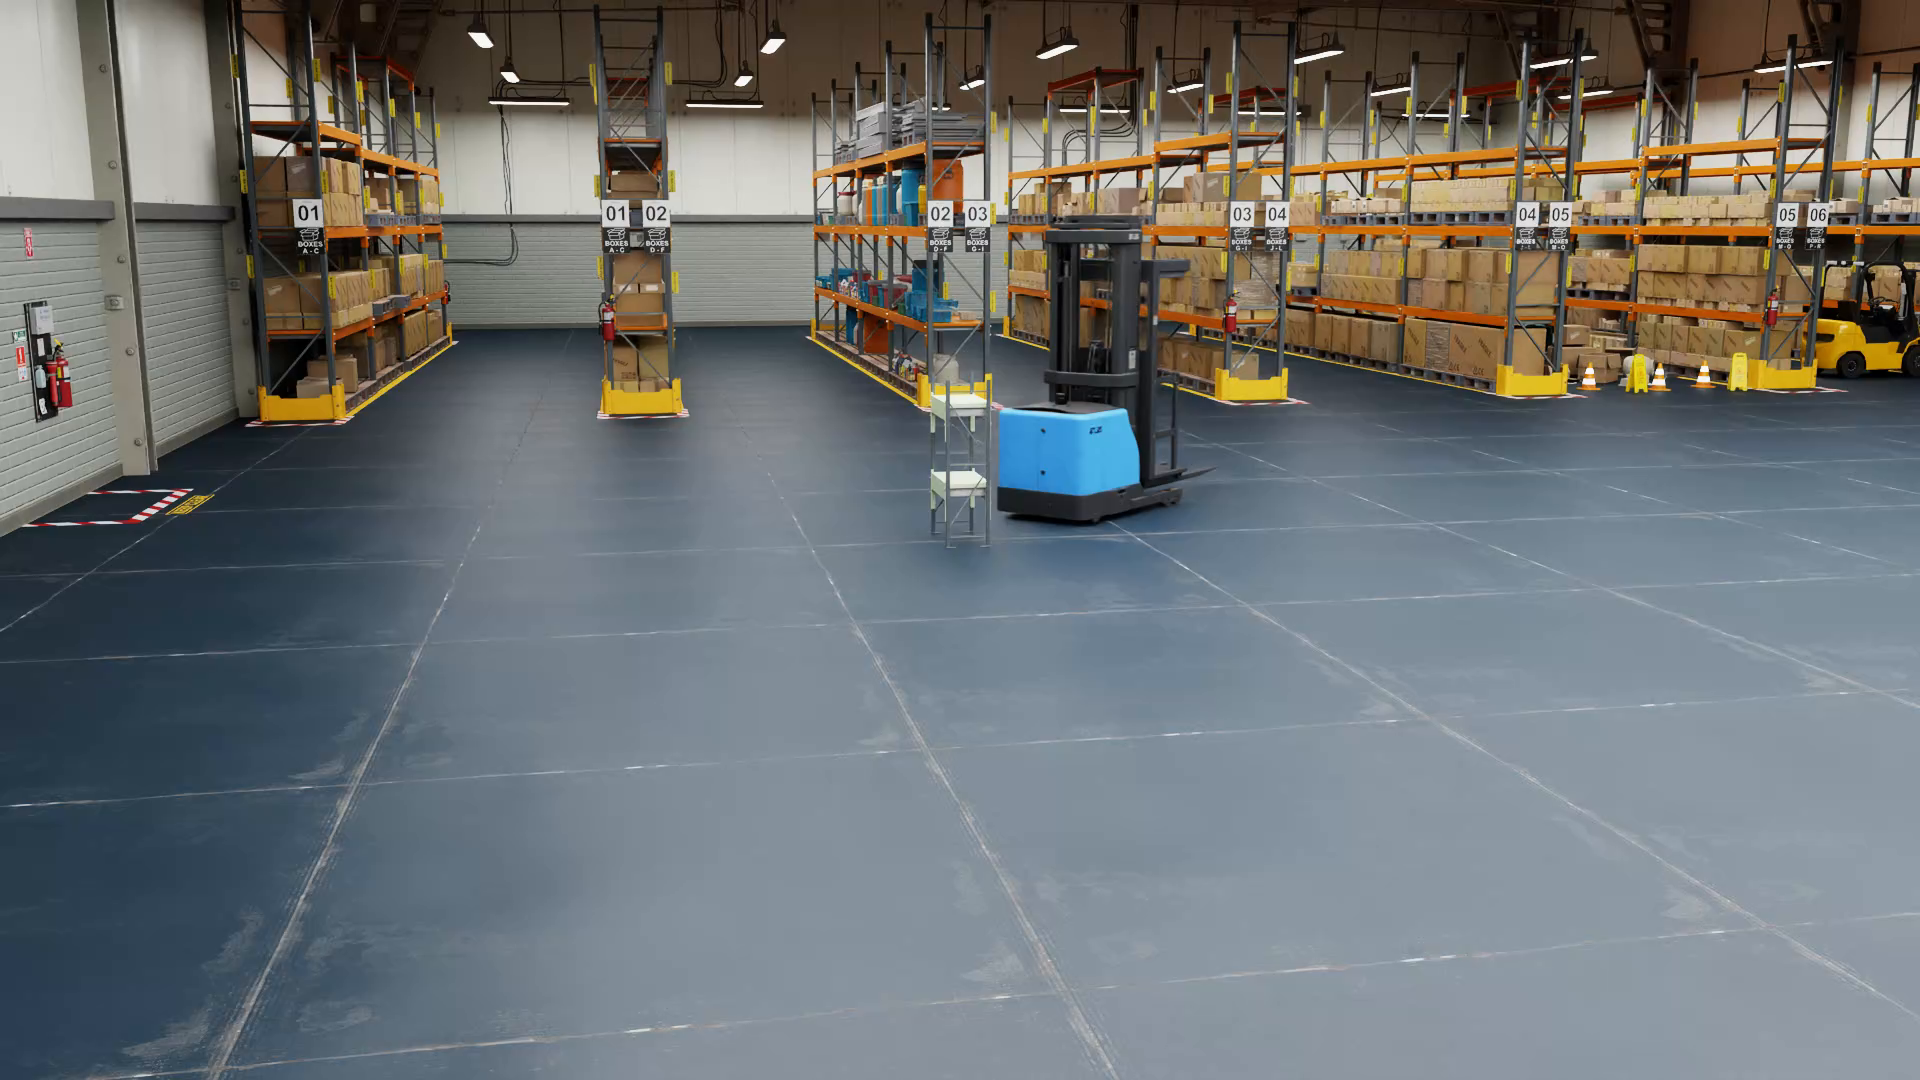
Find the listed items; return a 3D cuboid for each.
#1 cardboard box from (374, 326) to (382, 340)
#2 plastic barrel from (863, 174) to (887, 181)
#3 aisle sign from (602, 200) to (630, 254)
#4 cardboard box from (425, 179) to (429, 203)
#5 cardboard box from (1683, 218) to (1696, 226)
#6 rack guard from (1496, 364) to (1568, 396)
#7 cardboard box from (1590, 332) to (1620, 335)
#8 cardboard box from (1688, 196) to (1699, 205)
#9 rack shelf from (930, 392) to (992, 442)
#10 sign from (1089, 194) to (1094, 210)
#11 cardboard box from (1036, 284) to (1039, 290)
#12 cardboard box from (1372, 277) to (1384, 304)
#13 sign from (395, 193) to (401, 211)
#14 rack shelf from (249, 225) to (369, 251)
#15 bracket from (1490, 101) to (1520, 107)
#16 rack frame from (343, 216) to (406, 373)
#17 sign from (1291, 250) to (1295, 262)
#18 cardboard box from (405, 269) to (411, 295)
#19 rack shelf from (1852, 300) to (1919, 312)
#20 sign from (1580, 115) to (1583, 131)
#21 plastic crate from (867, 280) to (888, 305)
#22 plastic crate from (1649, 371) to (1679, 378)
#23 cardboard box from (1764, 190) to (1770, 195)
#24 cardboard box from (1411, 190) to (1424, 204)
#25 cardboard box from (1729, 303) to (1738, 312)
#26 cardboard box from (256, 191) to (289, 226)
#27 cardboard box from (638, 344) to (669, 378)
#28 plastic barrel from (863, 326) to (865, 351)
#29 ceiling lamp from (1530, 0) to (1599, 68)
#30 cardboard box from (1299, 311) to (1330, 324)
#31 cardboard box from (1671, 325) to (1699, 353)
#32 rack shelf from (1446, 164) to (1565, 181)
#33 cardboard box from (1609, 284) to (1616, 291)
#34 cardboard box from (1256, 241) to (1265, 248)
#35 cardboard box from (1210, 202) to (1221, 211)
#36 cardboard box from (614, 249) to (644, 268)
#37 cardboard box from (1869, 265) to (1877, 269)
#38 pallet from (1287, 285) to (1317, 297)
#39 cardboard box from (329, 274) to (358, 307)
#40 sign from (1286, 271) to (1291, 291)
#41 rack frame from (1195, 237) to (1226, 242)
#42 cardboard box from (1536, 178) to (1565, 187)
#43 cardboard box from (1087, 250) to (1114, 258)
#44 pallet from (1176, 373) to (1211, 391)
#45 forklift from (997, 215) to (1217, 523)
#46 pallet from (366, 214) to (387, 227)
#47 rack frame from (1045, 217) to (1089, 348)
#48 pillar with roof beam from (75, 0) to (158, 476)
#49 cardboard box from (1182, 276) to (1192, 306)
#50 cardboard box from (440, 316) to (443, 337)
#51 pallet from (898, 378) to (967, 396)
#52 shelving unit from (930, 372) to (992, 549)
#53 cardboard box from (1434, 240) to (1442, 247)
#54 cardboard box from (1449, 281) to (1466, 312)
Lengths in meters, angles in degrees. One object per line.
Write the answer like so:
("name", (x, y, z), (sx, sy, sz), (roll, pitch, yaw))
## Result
("cardboard box", (-11.058, -3.848, 30.946), (0.500, 0.250, 0.500), (-2, 11, -10))
("plastic barrel", (-1.688, -7.083, 34.149), (0.600, 0.830, 0.708), (-2, 11, -11))
("aisle sign", (-5.160, -4.696, 24.947), (0.394, 0.787, 0.004), (-2, 11, -11))
("cardboard box", (-12.046, -7.720, 36.772), (0.500, 0.500, 0.500), (-2, 11, -12))
("cardboard box", (13.761, -5.940, 31.083), (0.380, 0.149, 0.250), (-2, 11, -12))
("rack guard", (9.723, -2.731, 28.259), (1.175, 0.500, 0.348), (-2, 11, -11))
("cardboard box", (13.392, -4.166, 35.020), (0.950, 0.372, 0.625), (-2, 11, -9))
("cardboard box", (13.824, -6.330, 31.005), (0.380, 0.149, 0.250), (-2, 11, -12))
("rack shelf", (0.001, -1.119, 15.030), (0.431, 0.370, 0.720), (-2, 11, -11))
("sign", (2.732, -7.016, 34.473), (0.100, 0.325, 0.005), (-2, 11, -11))
("cardboard box", (2.019, -6.017, 39.512), (0.380, 0.149, 0.250), (-2, 11, -12))
("cardboard box", (8.478, -4.924, 32.833), (0.500, 0.500, 0.500), (-2, 11, -12))
("sign", (-10.766, -6.475, 31.841), (0.100, 0.325, 0.005), (-2, 11, -11))
("rack shelf", (-10.132, -4.748, 26.073), (1.077, 0.370, 4.000), (-2, 11, -11))
("bracket", (15.698, -13.096, 50.359), (0.076, 0.066, 5.218), (-2, 11, -11))
("rack frame", (-11.299, -4.728, 32.068), (1.000, 3.000, 0.127), (-2, 11, -11))
("sign", (7.928, -6.753, 39.613), (0.100, 0.325, 0.005), (-2, 11, -11))
("cardboard box", (-11.235, -5.128, 33.053), (0.500, 0.500, 0.500), (-2, 11, -9))
("rack shelf", (19.033, -4.356, 32.038), (1.077, 0.370, 4.000), (-2, 11, -11))
("sign", (13.529, -9.095, 36.258), (0.100, 0.325, 0.005), (-2, 11, -11))
("plastic crate", (-1.567, -4.812, 32.340), (0.402, 0.464, 0.583), (-2, 11, -11))
("plastic crate", (13.277, -3.143, 31.550), (0.402, 0.080, 0.583), (-6, 13, -31))
("cardboard box", (17.965, -7.357, 36.203), (0.700, 0.500, 0.500), (-2, 11, -12))
("cardboard box", (8.761, -6.398, 31.036), (0.500, 0.250, 0.500), (-2, 11, -11))
("cardboard box", (14.085, -4.189, 29.909), (0.380, 0.149, 0.250), (-2, 11, -12))
("cardboard box", (-10.072, -4.861, 24.421), (0.500, 0.500, 0.500), (-1, 11, -7))
("cardboard box", (-4.870, -2.864, 26.498), (0.500, 0.500, 0.500), (-2, 11, -11))
("plastic barrel", (-1.890, -4.262, 35.150), (0.421, 0.512, 0.421), (0, 11, 0))
("ceiling lamp", (11.660, -10.606, 31.293), (0.800, 3.185, 2.000), (-2, 11, -11))
("cardboard box", (7.772, -4.893, 36.491), (0.500, 0.250, 0.500), (-2, 11, -12))
("cardboard box", (13.841, -3.808, 31.461), (0.500, 0.500, 0.500), (-2, 11, -8))
("rack shelf", (12.609, -8.393, 38.272), (1.077, 0.370, 4.000), (-2, 11, -11))
("cardboard box", (13.371, -5.111, 33.631), (0.380, 0.149, 0.250), (-2, 11, -13))
("cardboard box", (7.028, -6.927, 39.883), (0.500, 0.500, 0.500), (-3, 11, -13))
("cardboard box", (4.377, -5.535, 27.619), (0.380, 0.149, 0.250), (-3, 11, -13))
("cardboard box", (-5.081, -4.320, 26.188), (0.700, 0.500, 0.500), (-2, 11, -12))
("cardboard box", (18.415, -5.521, 33.437), (0.380, 0.149, 0.250), (-2, 11, -10))
("pallet", (7.919, -5.463, 36.442), (1.213, 0.211, 1.003), (-2, 11, -11))
("cardboard box", (-9.834, -3.944, 26.291), (0.500, 0.500, 0.500), (-2, 11, -9))
("sign", (5.366, -4.246, 27.221), (0.100, 0.325, 0.005), (-2, 11, -11))
("rack frame", (6.606, -6.897, 43.467), (1.000, 3.000, 0.127), (-2, 11, -11))
("cardboard box", (9.966, -6.033, 28.051), (0.380, 0.149, 0.250), (-2, 11, -10))
("cardboard box", (3.151, -5.945, 35.512), (0.797, 0.503, 0.637), (-2, 11, -9))
("pallet", (4.461, -2.819, 29.495), (1.003, 0.211, 1.213), (-2, 11, -11))
("forklift", (1.650, -1.831, 17.030), (1.130, 2.935, 3.031), (8, 13, 36))
("pallet", (-10.536, -5.493, 28.566), (1.213, 0.211, 1.003), (-2, 11, -11))
("rack frame", (2.500, -6.002, 38.762), (1.000, 3.000, 0.127), (-2, 11, -11))
("pillar with roof beam", (-5.338, -5.361, 19.349), (9.100, 9.000, 0.400), (-2, 11, -11))
("cardboard box", (4.398, -4.371, 29.130), (0.875, 0.500, 0.500), (-2, 11, -11))
("cardboard box", (-12.620, -5.049, 39.316), (0.700, 0.500, 0.500), (-2, 11, -11))
("pallet", (-0.472, -2.636, 28.534), (1.003, 0.211, 1.213), (-2, 11, -11))
("shelving unit", (0.001, -0.736, 15.103), (0.431, 1.500, 0.755), (-2, 11, -11))
("cardboard box", (11.848, -7.266, 40.728), (0.380, 0.149, 0.250), (-2, 11, -12))
("cardboard box", (9.344, -4.406, 29.976), (0.875, 0.550, 0.500), (-2, 11, -11))
